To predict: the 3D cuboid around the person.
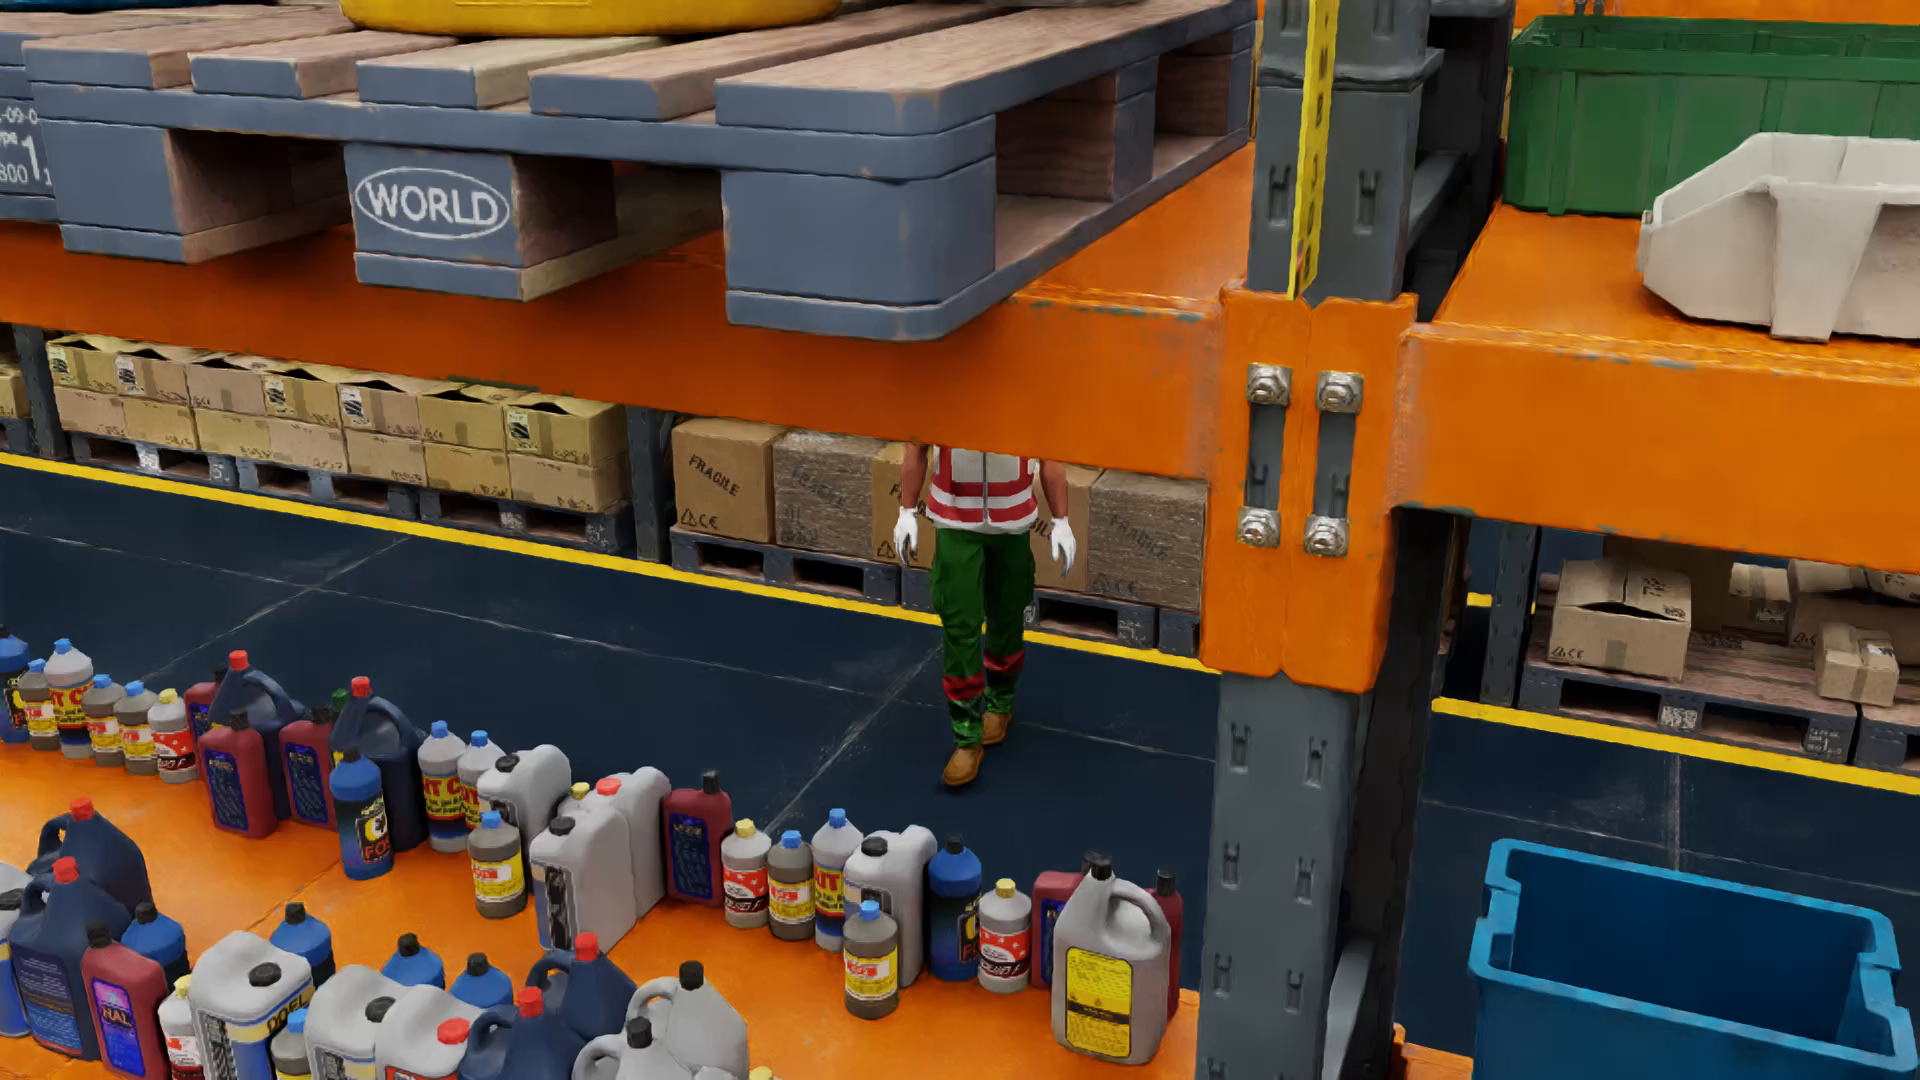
[{"bbox_3d":[0.102,-0.011,6.060,0.665,1.786,0.614,-3,22,-6],"label":"person"}]
